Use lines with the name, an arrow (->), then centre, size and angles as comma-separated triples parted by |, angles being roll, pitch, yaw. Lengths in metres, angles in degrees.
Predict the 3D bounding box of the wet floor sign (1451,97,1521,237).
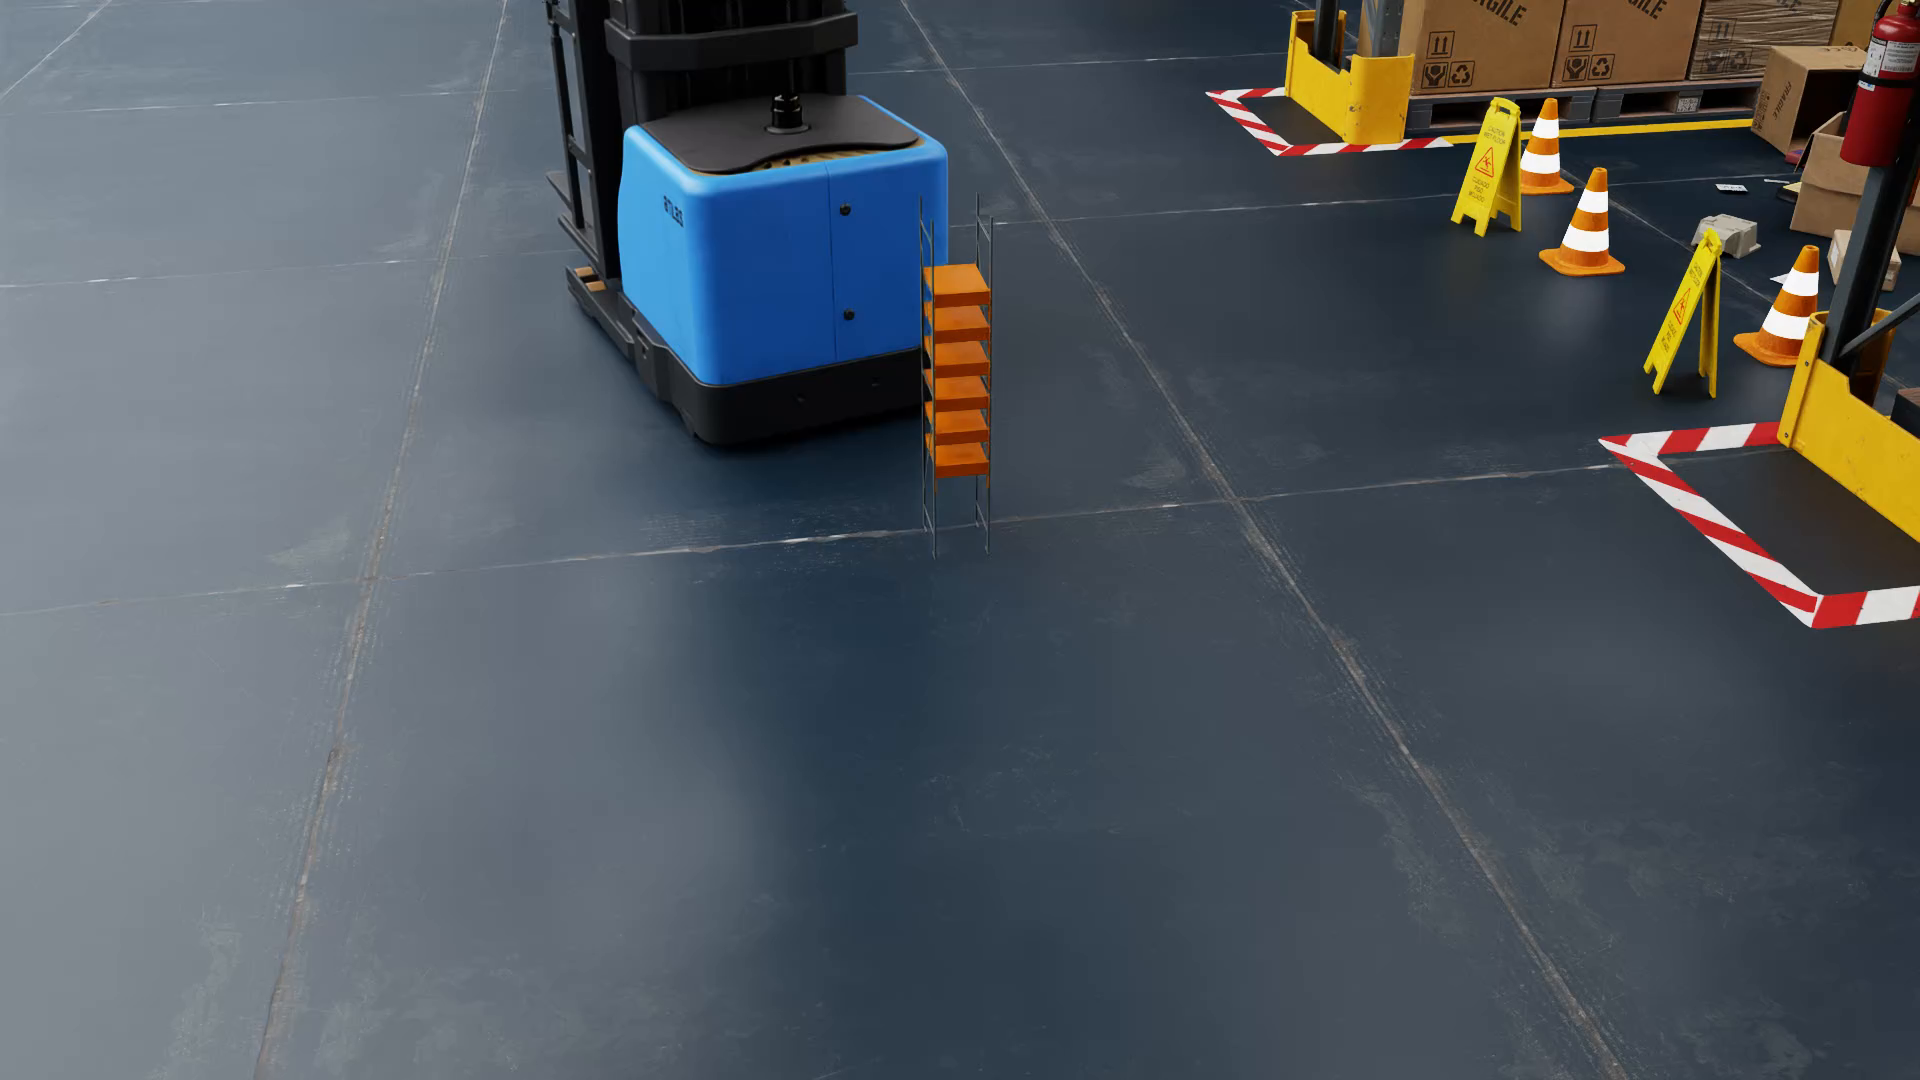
wet floor sign -> 2.678, -1.879, 8.308 | 0.232, 0.644, 0.267 | -11, 32, -17

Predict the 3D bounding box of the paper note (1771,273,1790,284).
paper note -> 3.913, -1.223, 7.800 | 0.142, 0.019, 0.148 | -17, 34, -26

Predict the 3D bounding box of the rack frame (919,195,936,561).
rack frame -> -0.104, -0.508, 5.429 | 0.006, 1.200, 0.240 | -5, 31, -9

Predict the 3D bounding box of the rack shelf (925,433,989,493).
rack shelf -> -0.014, -0.271, 5.588 | 0.180, 0.103, 0.258 | -5, 31, -9

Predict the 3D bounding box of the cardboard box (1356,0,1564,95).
cardboard box -> 3.005, -3.243, 9.988 | 0.875, 0.875, 0.875 | -5, 31, -9

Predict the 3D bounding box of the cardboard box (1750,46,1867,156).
cardboard box -> 4.943, -2.519, 9.538 | 0.500, 0.500, 0.500 | 0, 30, 0

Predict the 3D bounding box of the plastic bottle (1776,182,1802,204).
plastic bottle -> 4.490, -1.856, 8.846 | 0.283, 0.061, 0.133 | -17, 34, -26

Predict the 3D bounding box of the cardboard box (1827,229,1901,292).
cardboard box -> 4.266, -1.322, 7.852 | 0.250, 0.149, 0.380 | 10, 32, 17

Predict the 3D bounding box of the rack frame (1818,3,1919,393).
rack frame -> 3.341, -1.424, 5.213 | 0.127, 3.000, 1.000 | -5, 31, -9

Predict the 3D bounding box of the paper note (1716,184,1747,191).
paper note -> 4.158, -1.896, 8.945 | 0.142, 0.017, 0.144 | 5, 31, 8

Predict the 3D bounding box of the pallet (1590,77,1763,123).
pallet -> 4.320, -2.903, 10.479 | 1.213, 0.211, 1.003 | -5, 31, -9

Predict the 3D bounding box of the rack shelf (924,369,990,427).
rack shelf -> -0.014, -0.478, 5.466 | 0.180, 0.103, 0.258 | -5, 31, -9

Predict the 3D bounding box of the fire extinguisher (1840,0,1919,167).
fire extinguisher -> 3.146, -1.610, 5.606 | 0.183, 0.674, 0.296 | -5, 31, -9

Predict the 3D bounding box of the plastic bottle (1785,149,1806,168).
plastic bottle -> 4.770, -2.108, 9.274 | 0.133, 0.061, 0.283 | -17, 34, -26

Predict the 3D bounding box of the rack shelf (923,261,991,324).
rack shelf -> -0.014, -0.788, 5.284 | 0.180, 0.103, 0.258 | -5, 31, -9

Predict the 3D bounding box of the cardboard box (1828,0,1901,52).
cardboard box -> 5.654, -3.491, 10.410 | 0.875, 0.875, 0.875 | -5, 31, -8

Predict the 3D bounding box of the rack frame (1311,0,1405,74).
rack frame -> 2.350, -3.883, 9.395 | 0.127, 3.000, 1.000 | -5, 31, -9

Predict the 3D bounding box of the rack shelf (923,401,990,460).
rack shelf -> -0.014, -0.374, 5.527 | 0.180, 0.103, 0.258 | -5, 31, -9

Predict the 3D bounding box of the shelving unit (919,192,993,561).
shelving unit -> -0.014, -0.516, 5.444 | 0.189, 1.200, 0.258 | -5, 31, -9

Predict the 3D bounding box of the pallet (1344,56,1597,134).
pallet -> 3.123, -2.793, 10.292 | 1.213, 0.211, 1.003 | -5, 31, -9

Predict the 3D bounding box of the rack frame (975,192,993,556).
rack frame -> 0.076, -0.524, 5.458 | 0.006, 1.200, 0.240 | -5, 31, -9

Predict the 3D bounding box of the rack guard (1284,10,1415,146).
rack guard -> 2.327, -2.804, 10.025 | 0.348, 0.500, 1.175 | -5, 31, -9

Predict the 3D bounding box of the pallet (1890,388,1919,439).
pallet -> 4.222, -0.286, 6.028 | 1.213, 0.211, 1.003 | -5, 31, -9

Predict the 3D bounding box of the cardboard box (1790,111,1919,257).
cardboard box -> 4.613, -1.771, 8.265 | 0.797, 0.503, 0.637 | 23, 37, 33

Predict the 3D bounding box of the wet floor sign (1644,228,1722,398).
wet floor sign -> 2.962, -0.926, 6.688 | 0.232, 0.644, 0.267 | 5, 31, 8

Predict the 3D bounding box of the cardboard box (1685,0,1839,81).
cardboard box -> 4.768, -3.407, 10.266 | 0.875, 0.875, 0.875 | -5, 31, -9

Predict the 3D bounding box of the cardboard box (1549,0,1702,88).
cardboard box -> 3.871, -3.325, 10.127 | 0.875, 0.875, 0.875 | -6, 31, -10

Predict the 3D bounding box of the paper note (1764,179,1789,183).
paper note -> 4.453, -1.955, 9.065 | 0.123, 0.001, 0.032 | 10, 32, 17

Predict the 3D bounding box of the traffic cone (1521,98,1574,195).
traffic cone -> 3.128, -2.130, 8.916 | 0.334, 0.463, 0.336 | -5, 31, -9

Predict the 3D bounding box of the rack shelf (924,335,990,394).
rack shelf -> -0.014, -0.581, 5.405 | 0.180, 0.103, 0.258 | -5, 31, -9

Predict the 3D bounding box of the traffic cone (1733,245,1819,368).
traffic cone -> 3.532, -1.013, 7.017 | 0.334, 0.463, 0.336 | -5, 31, -9

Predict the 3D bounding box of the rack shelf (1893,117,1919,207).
rack shelf -> 5.309, -1.297, 5.706 | 4.000, 0.370, 1.077 | -5, 31, -9

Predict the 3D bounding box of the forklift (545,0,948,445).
forklift -> -1.138, -2.343, 6.842 | 1.130, 2.935, 3.031 | -14, 33, -23

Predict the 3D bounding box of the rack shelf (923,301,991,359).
rack shelf -> -0.014, -0.684, 5.344 | 0.180, 0.103, 0.258 | -5, 31, -9

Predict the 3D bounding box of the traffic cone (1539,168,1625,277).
traffic cone -> 2.998, -1.536, 7.905 | 0.334, 0.463, 0.336 | -5, 31, -9

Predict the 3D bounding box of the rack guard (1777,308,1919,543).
rack guard -> 3.416, -0.354, 5.859 | 0.348, 0.500, 1.175 | -5, 31, -9

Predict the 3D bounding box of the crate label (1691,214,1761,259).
crate label -> 3.760, -1.498, 8.162 | 0.298, 0.136, 0.250 | -23, 38, -34
